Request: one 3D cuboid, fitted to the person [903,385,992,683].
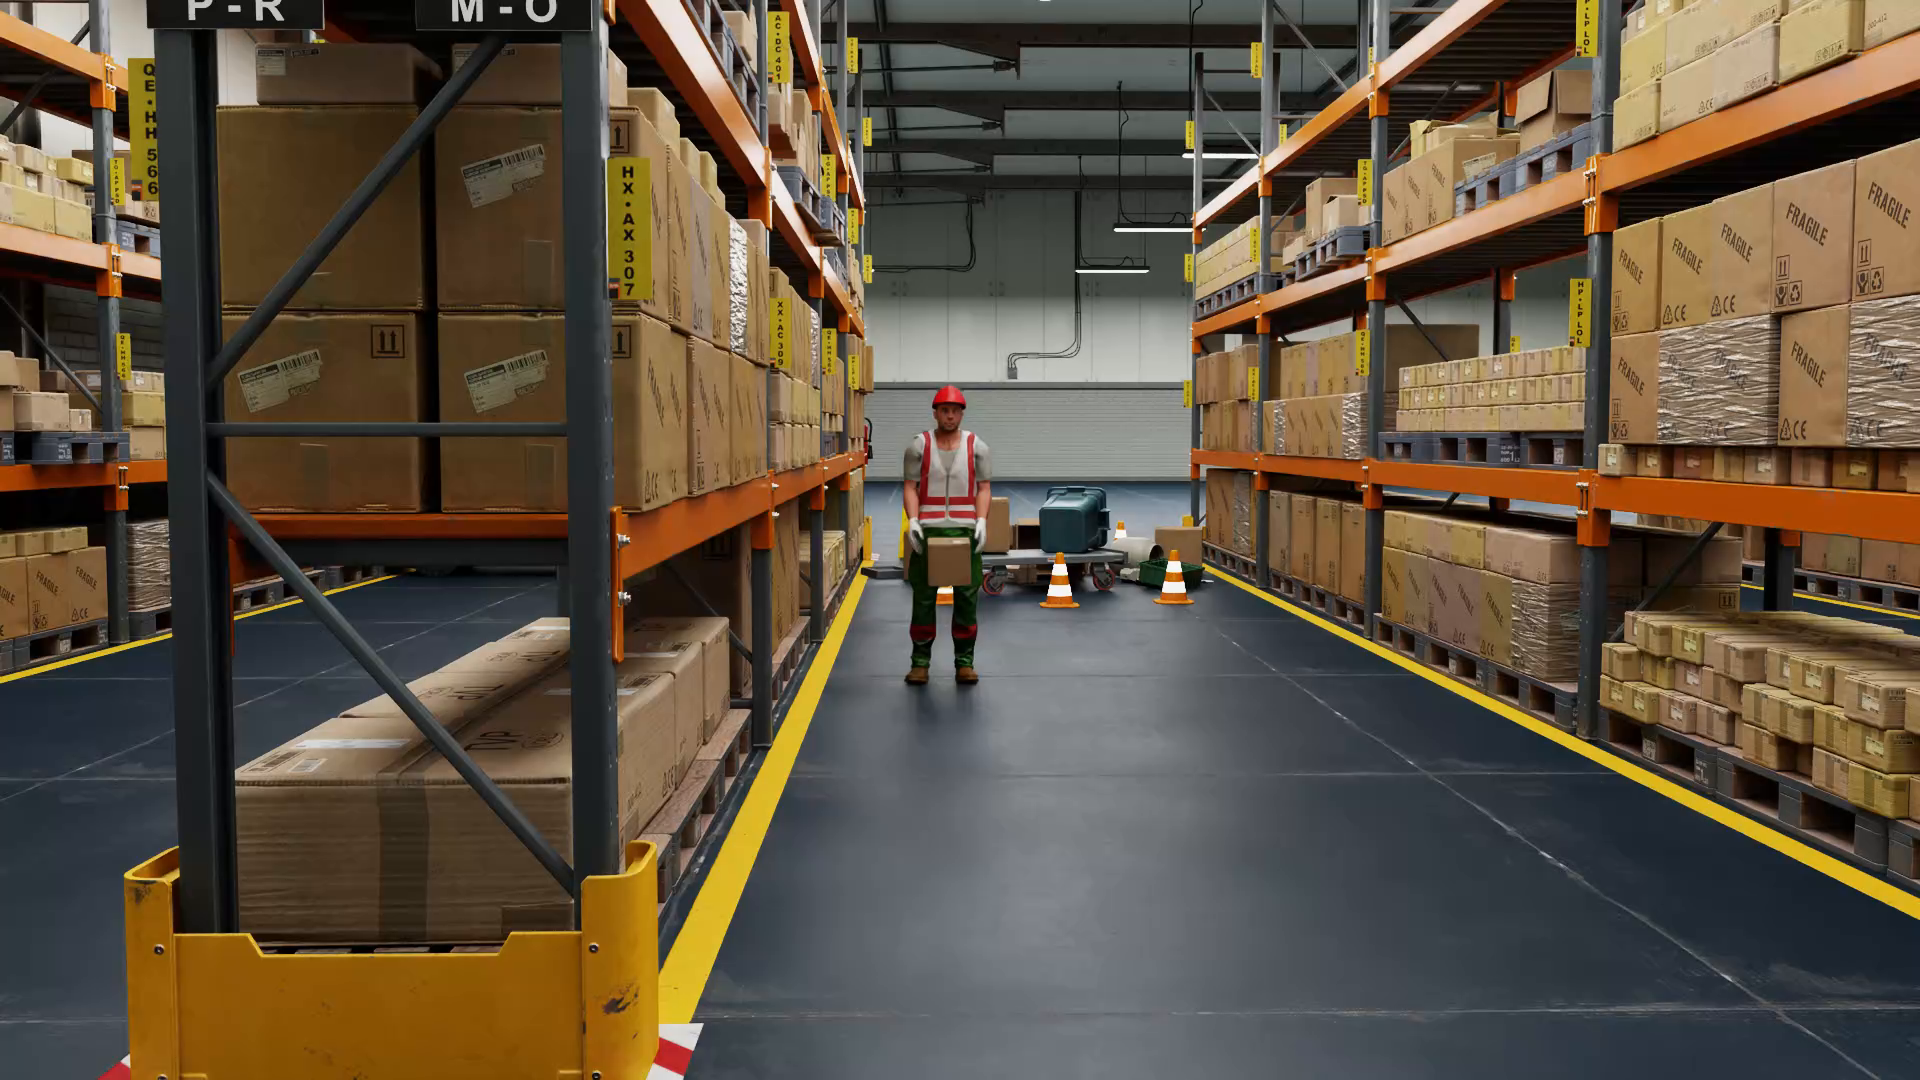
[{"bbox_3d":[-0.073,-0.036,10.042,0.539,1.790,0.437,0,4,-3],"label":"person"}]
